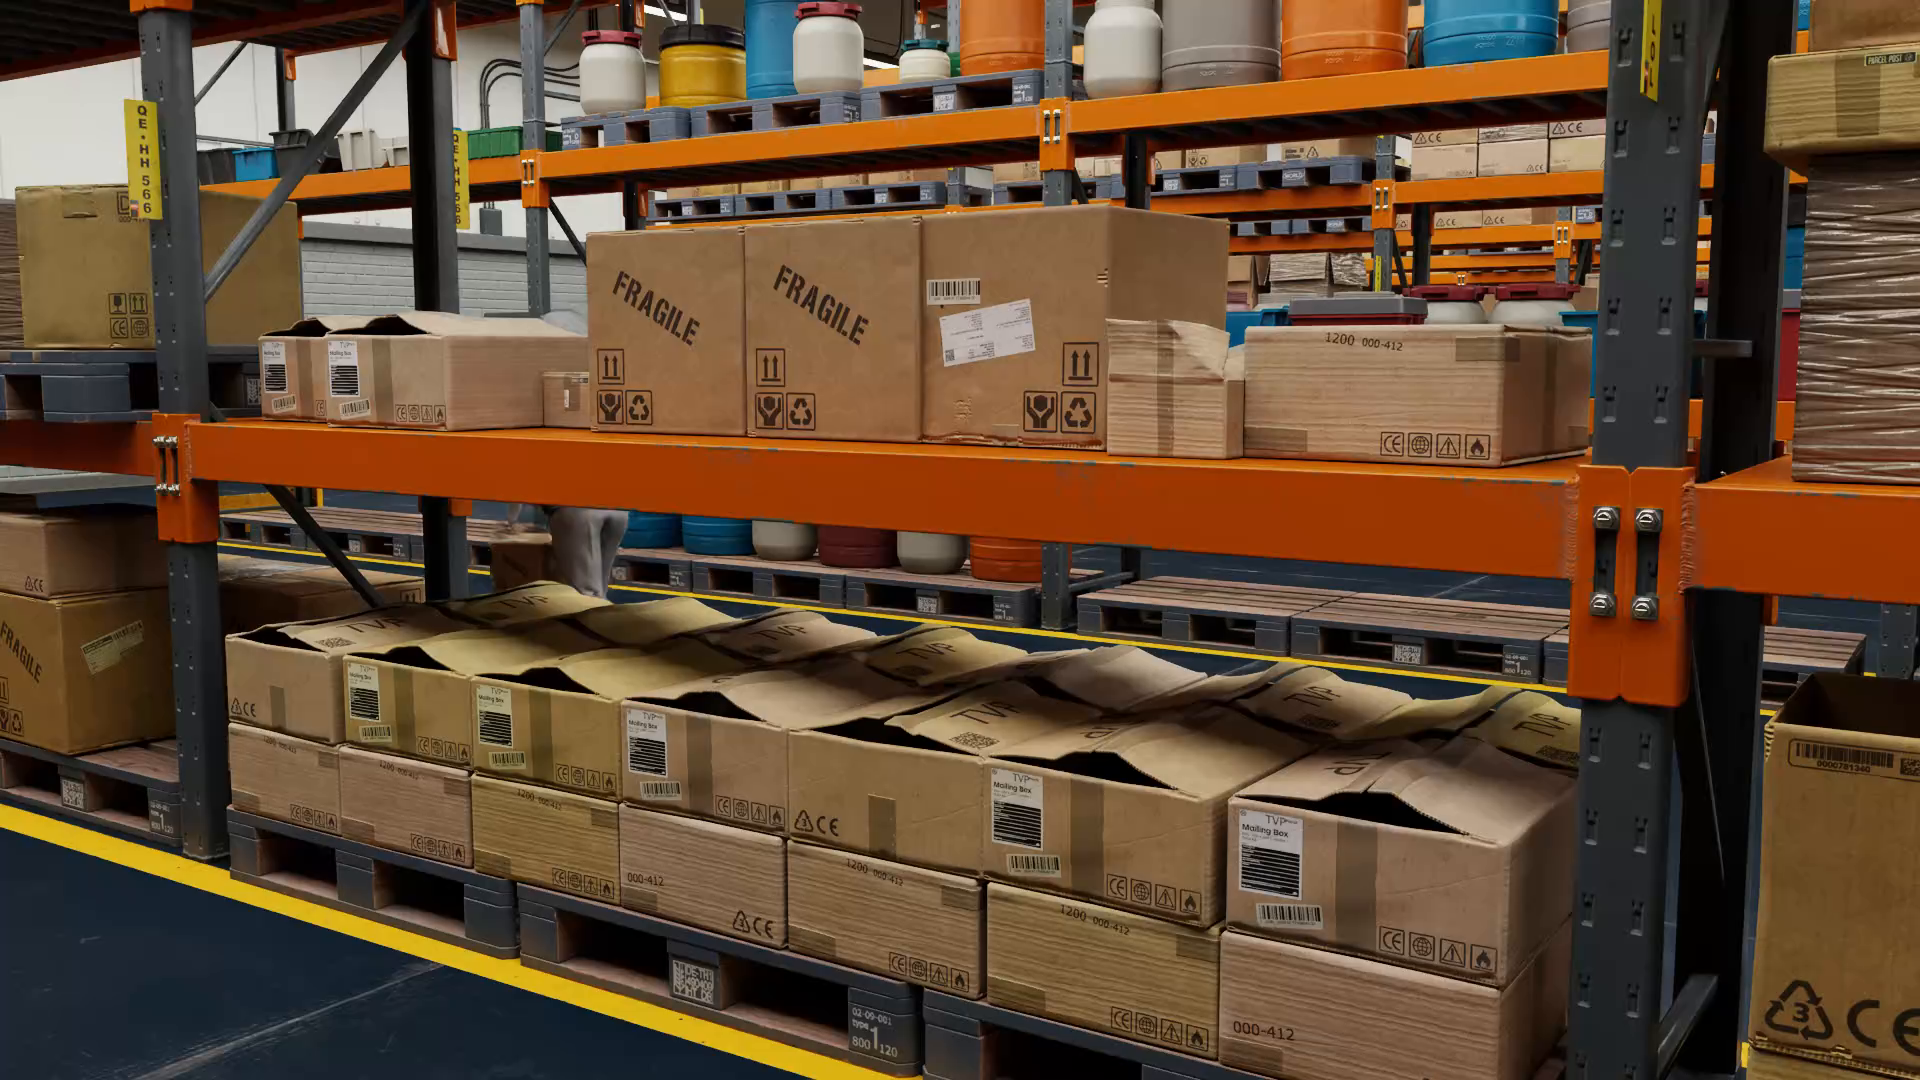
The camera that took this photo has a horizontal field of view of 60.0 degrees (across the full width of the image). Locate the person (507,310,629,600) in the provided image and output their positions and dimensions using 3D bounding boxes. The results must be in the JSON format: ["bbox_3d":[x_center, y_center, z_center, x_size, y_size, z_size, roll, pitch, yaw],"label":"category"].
[{"bbox_3d":[-1.626,-0.117,6.896,0.834,1.661,0.512,5,8,39],"label":"person"}]
